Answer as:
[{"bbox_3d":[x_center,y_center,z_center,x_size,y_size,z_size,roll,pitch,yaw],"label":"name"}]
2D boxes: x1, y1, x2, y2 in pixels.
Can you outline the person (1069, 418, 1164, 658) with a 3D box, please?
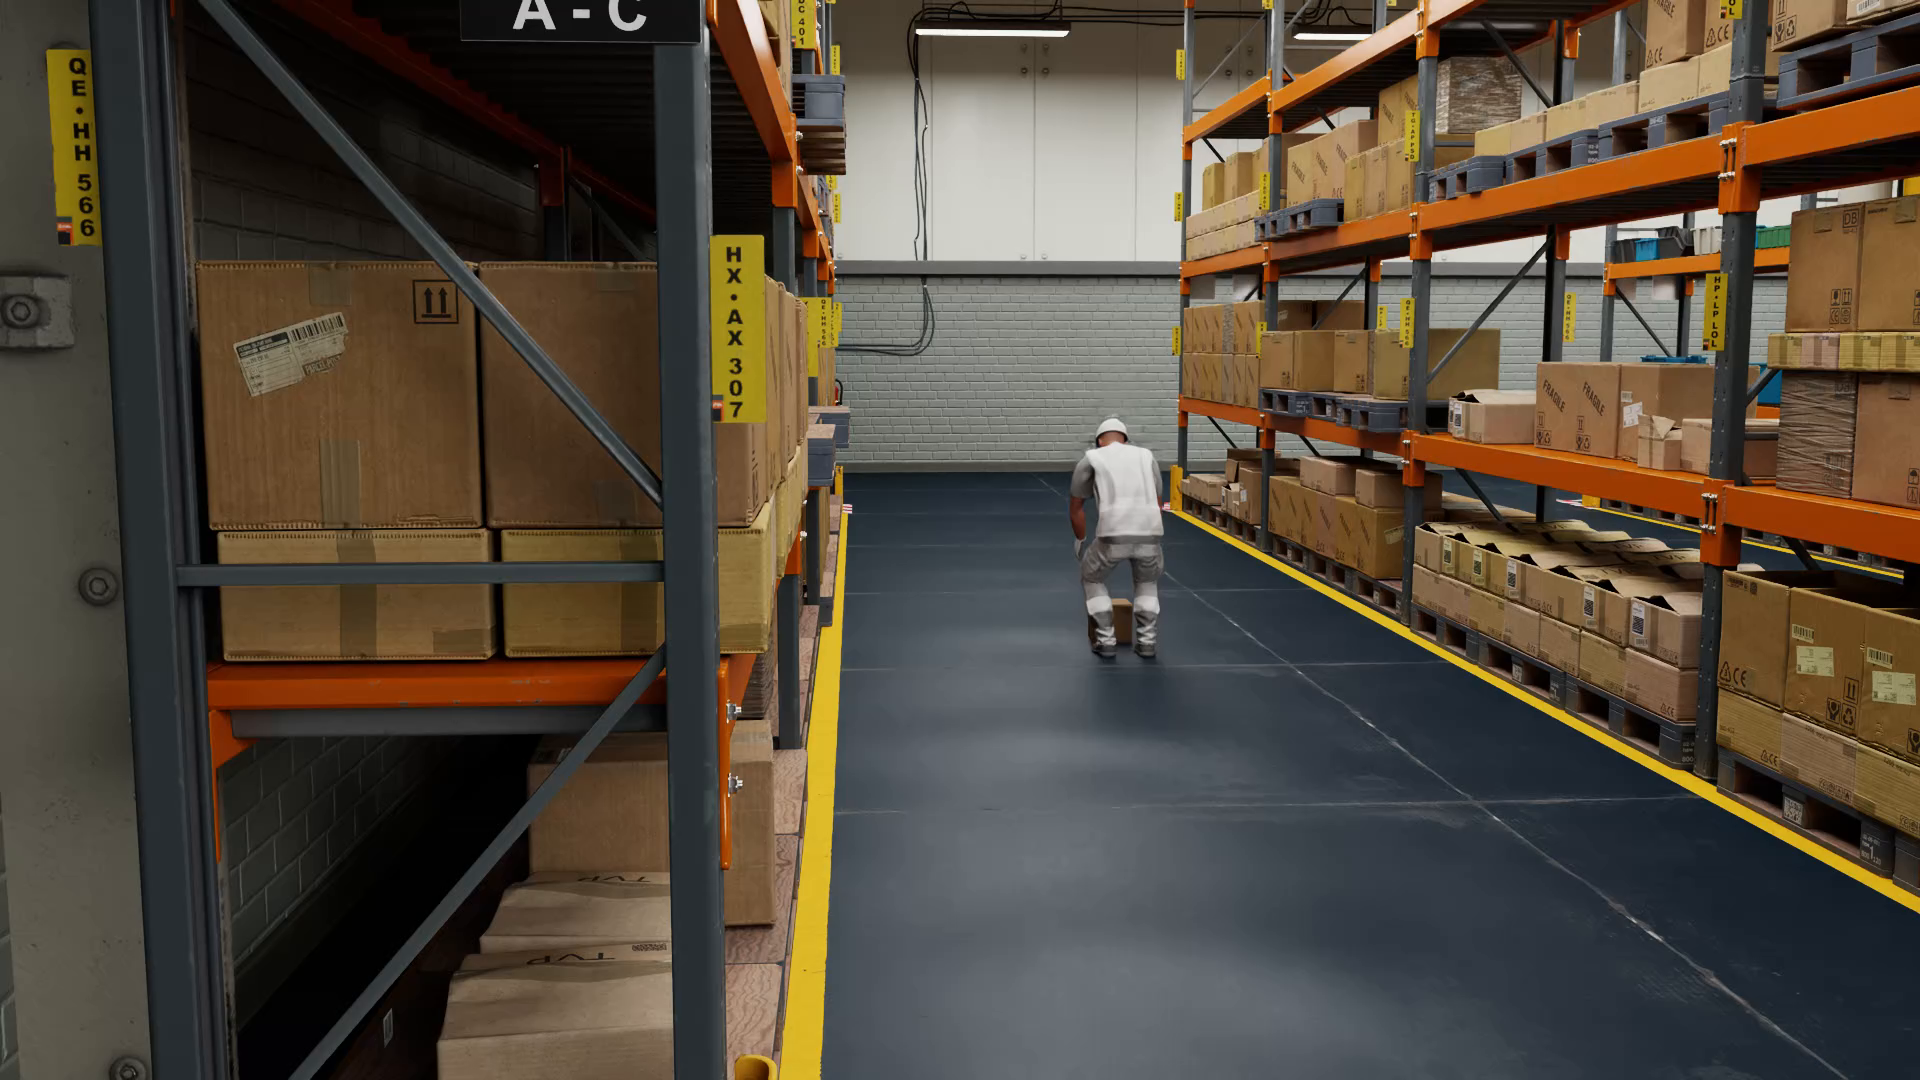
[{"bbox_3d":[0.970,-0.018,10.270,0.583,1.442,0.750,0,7,-4],"label":"person"}]
